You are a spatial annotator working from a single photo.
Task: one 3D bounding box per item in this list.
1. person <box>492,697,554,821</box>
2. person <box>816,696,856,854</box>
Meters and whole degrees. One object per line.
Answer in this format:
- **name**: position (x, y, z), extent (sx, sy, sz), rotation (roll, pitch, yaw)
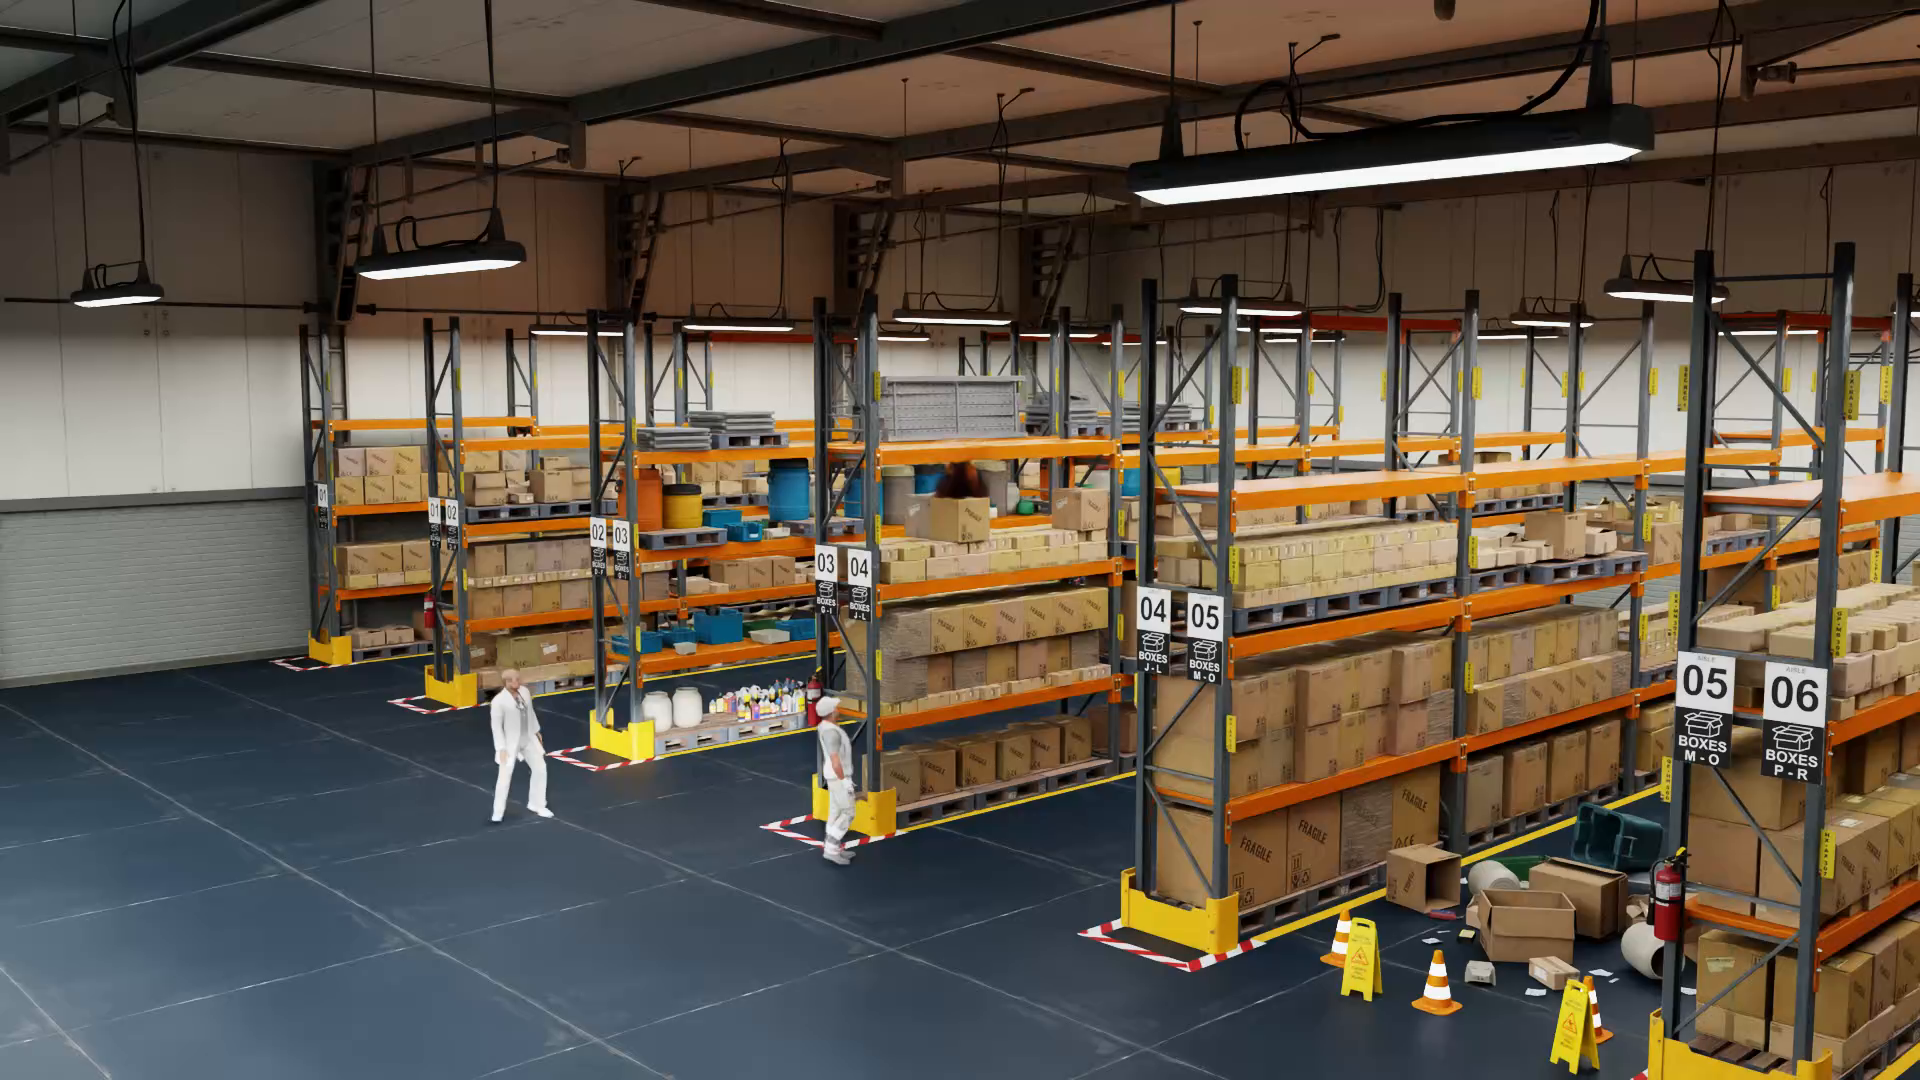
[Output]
- **person**: position (-5.076, 2.533, 19.208), extent (0.341, 1.480, 0.688), rotation (6, 8, 44)
- **person**: position (-1.294, 2.480, 17.539), extent (0.417, 1.716, 0.603), rotation (0, 6, -1)
